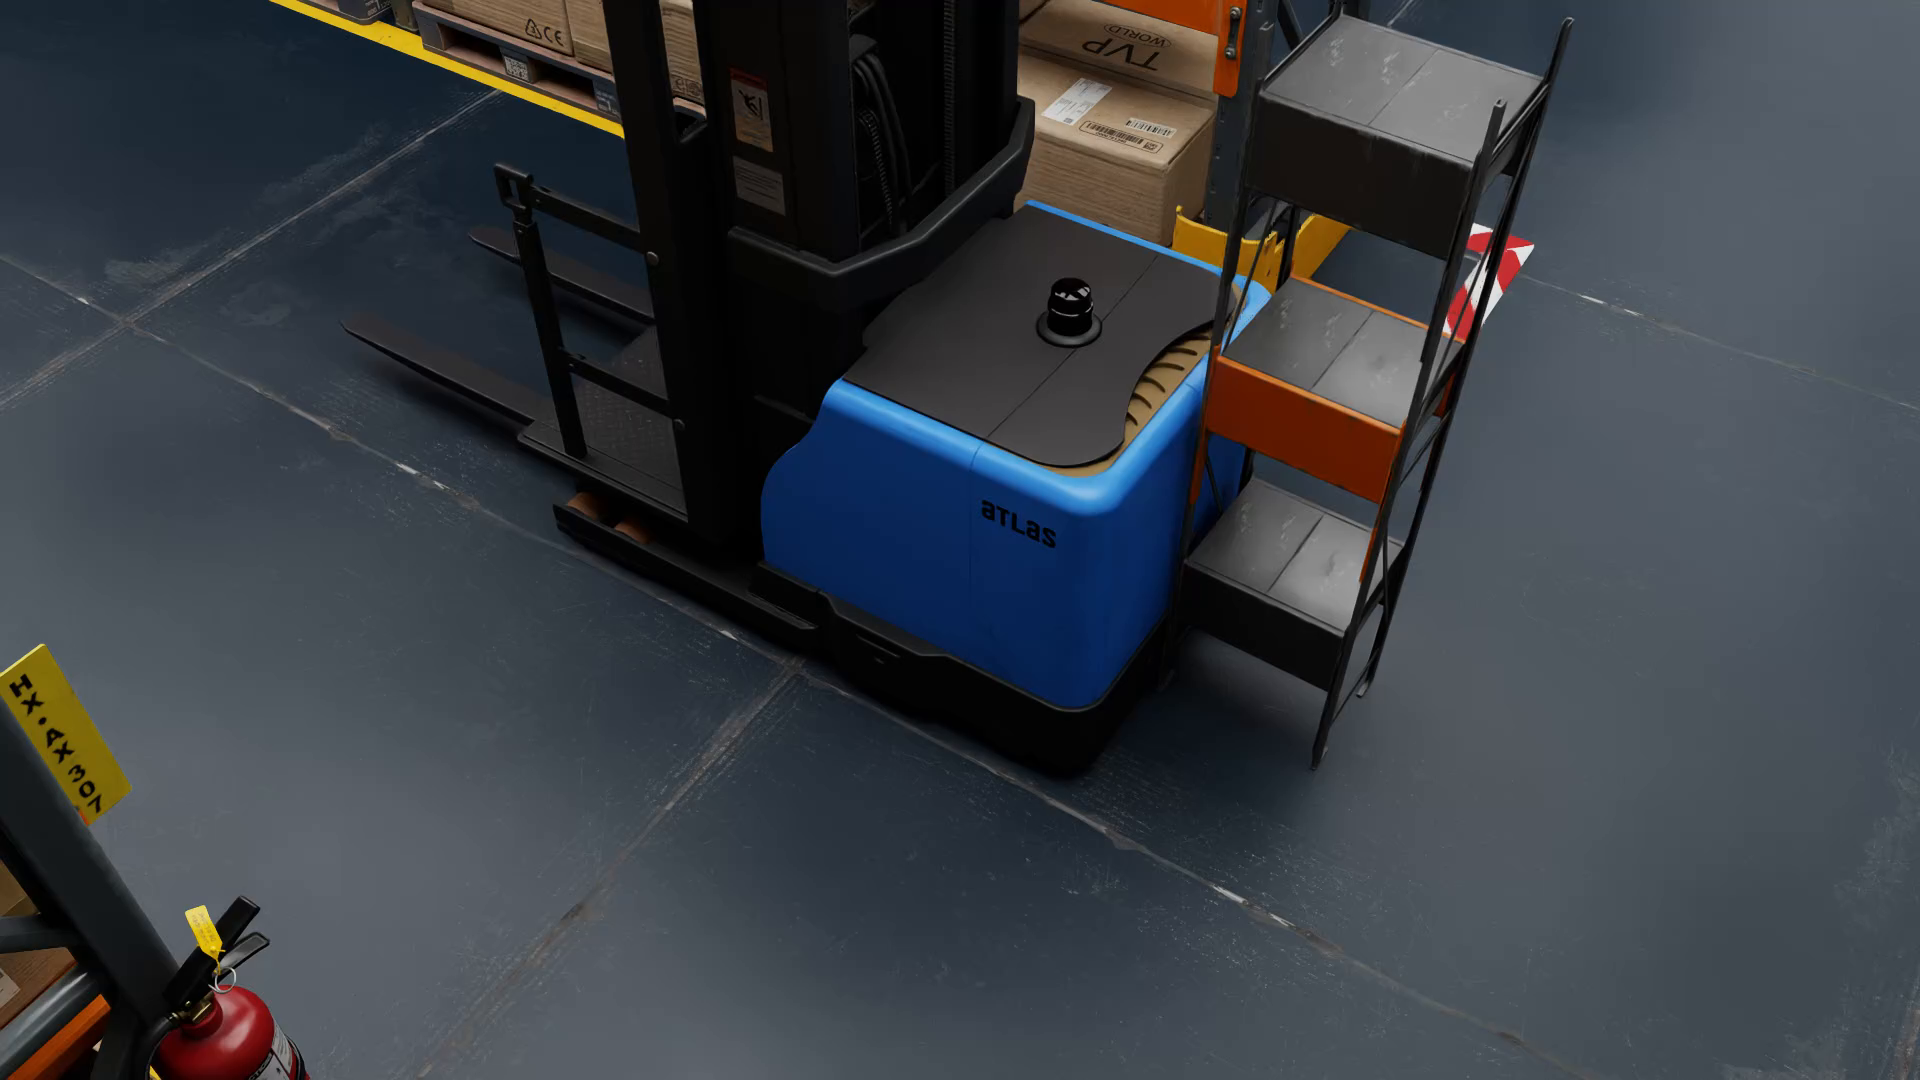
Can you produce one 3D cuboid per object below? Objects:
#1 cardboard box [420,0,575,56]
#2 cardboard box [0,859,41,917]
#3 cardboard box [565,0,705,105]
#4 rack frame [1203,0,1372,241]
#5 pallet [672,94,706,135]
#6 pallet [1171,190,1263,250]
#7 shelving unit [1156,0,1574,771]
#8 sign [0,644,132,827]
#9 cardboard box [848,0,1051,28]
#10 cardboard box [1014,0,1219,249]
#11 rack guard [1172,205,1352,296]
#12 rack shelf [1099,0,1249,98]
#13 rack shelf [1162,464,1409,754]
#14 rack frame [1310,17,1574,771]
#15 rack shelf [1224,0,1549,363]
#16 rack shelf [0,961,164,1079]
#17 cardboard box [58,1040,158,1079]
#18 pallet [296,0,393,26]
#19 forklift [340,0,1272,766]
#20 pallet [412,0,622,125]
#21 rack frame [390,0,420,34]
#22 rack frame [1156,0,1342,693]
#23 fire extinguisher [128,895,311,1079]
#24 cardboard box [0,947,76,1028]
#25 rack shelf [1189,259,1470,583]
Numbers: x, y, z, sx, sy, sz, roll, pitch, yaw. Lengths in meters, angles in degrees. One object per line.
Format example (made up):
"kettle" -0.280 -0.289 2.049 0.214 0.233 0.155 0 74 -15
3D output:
"cardboard box" -1.749 -2.583 7.162 0.875 0.438 0.875 24 50 22
"cardboard box" -1.766 0.519 2.551 0.500 0.250 0.500 25 51 22
"cardboard box" -0.995 -2.237 6.826 0.875 0.438 0.875 23 50 21
"rack frame" 1.147 -2.089 5.188 0.127 3.000 1.000 25 51 22
"pallet" -0.591 -1.852 6.903 1.213 0.211 1.003 25 51 22
"pallet" 0.432 -1.379 6.443 1.213 0.211 1.003 25 51 22
"shelving unit" 0.901 -0.304 4.076 0.503 2.100 0.431 26 51 22
"sign" -1.237 0.280 2.283 0.005 0.325 0.100 25 51 22
"cardboard box" -0.237 -1.887 6.486 0.875 0.438 0.875 26 51 23
"cardboard box" 0.538 -1.538 6.146 0.875 0.438 0.875 23 50 21
"rack guard" 1.167 -1.209 6.076 0.348 0.500 1.175 25 51 22
"rack shelf" -0.536 -2.613 6.199 4.000 0.370 1.077 25 51 22
"rack shelf" 0.892 0.189 4.592 0.480 0.518 0.431 26 51 22
"rack frame" 1.104 -0.204 3.984 0.015 2.100 0.400 26 51 22
"rack shelf" 0.909 -0.779 3.580 0.480 0.518 0.431 26 51 22
"rack shelf" -3.213 0.385 3.286 4.000 0.370 1.077 25 51 22
"cardboard box" -1.993 1.339 3.306 0.637 0.503 0.797 23 50 21
"pallet" -2.910 -2.919 7.939 1.213 0.211 1.003 25 51 22
"forklift" -0.662 -1.225 4.397 3.031 2.935 1.130 25 51 22
"pallet" -1.622 -2.324 7.361 1.213 0.211 1.003 25 51 22
"rack frame" -2.220 -3.638 6.693 0.127 3.000 1.000 25 51 22
"rack frame" 0.698 -0.404 4.168 0.015 2.100 0.400 26 51 22
"fire extinguisher" -1.156 0.844 2.652 0.183 0.674 0.296 25 51 22
"cardboard box" -1.658 0.704 2.650 0.250 0.149 0.380 24 51 22
"rack shelf" 0.901 -0.295 4.086 0.480 0.518 0.431 26 51 22
